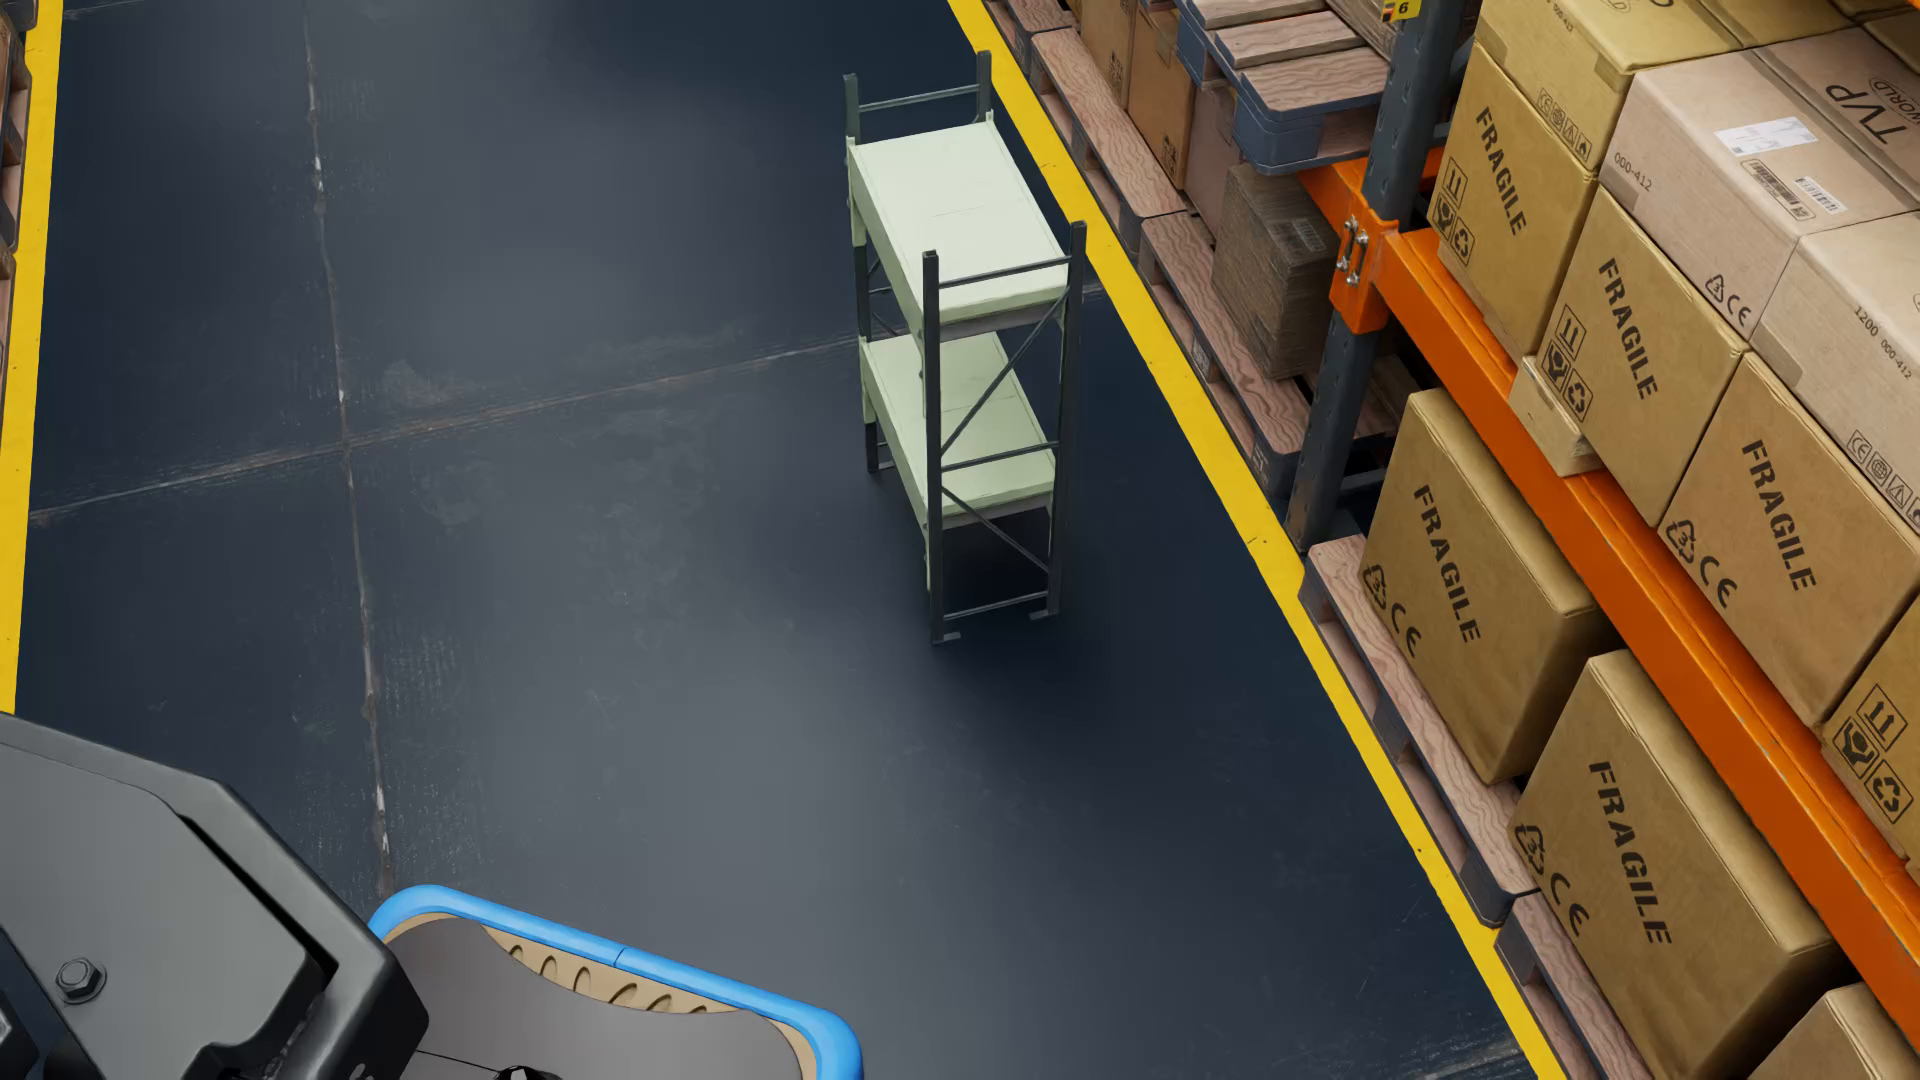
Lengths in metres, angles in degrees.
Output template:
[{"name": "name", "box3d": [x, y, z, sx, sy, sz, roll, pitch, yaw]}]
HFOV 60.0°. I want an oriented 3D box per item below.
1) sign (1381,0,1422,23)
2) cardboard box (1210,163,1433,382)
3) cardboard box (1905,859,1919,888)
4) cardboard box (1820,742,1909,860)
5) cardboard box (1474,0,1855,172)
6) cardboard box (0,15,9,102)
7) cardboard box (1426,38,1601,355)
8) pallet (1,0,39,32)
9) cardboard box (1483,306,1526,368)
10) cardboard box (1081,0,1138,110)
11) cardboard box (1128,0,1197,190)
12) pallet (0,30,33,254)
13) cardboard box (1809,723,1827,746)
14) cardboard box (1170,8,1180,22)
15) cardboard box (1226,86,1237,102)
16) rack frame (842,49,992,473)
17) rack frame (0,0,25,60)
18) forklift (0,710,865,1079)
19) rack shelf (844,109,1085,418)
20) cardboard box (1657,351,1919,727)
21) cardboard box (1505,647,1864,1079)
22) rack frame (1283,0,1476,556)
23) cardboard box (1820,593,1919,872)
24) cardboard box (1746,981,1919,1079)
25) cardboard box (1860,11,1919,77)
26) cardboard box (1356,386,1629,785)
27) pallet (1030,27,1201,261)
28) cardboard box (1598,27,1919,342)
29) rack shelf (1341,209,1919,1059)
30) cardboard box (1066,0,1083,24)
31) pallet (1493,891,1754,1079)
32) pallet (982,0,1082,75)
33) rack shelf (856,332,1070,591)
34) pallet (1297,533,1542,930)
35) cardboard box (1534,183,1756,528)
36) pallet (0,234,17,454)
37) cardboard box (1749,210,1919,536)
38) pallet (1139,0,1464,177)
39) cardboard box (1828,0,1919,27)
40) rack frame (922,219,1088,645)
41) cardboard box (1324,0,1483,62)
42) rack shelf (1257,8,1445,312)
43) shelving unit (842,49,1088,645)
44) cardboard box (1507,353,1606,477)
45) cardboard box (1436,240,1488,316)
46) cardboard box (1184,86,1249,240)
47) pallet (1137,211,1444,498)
[{"name": "sign", "box3d": [1.007, -1.295, 3.674, 0.100, 0.325, 0.005, -13, 51, -11]}, {"name": "cardboard box", "box3d": [1.260, -0.927, 5.417, 0.700, 0.500, 0.500, -13, 51, -10]}, {"name": "cardboard box", "box3d": [1.934, 0.602, 2.932, 0.380, 0.149, 0.250, -12, 51, -10]}, {"name": "cardboard box", "box3d": [1.863, 0.408, 3.095, 0.380, 0.149, 0.250, -13, 51, -11]}, {"name": "cardboard box", "box3d": [1.419, -1.042, 3.403, 0.500, 0.250, 0.500, -12, 51, -10]}, {"name": "cardboard box", "box3d": [-3.992, -1.888, 6.403, 0.500, 0.250, 0.500, -14, 51, -11]}, {"name": "cardboard box", "box3d": [1.422, -0.799, 3.689, 0.500, 0.500, 0.500, -12, 51, -10]}, {"name": "pallet", "box3d": [-4.587, -2.567, 7.276, 1.003, 0.211, 1.213, -13, 51, -11]}, {"name": "cardboard box", "box3d": [1.465, -0.524, 3.881, 0.380, 0.149, 0.250, -13, 51, -10]}, {"name": "cardboard box", "box3d": [0.886, -2.053, 6.366, 0.700, 0.500, 0.500, -13, 51, -11]}, {"name": "cardboard box", "box3d": [1.045, -1.686, 6.057, 0.700, 0.500, 0.500, -14, 51, -11]}, {"name": "pallet", "box3d": [-4.136, -1.448, 6.332, 1.003, 0.211, 1.213, -13, 51, -11]}, {"name": "cardboard box", "box3d": [1.806, 0.224, 3.251, 0.380, 0.149, 0.250, -13, 51, -10]}, {"name": "cardboard box", "box3d": [0.994, -1.974, 5.809, 0.500, 0.250, 0.500, -14, 51, -11]}, {"name": "cardboard box", "box3d": [1.151, -1.599, 5.493, 0.500, 0.250, 0.500, -12, 51, -10]}, {"name": "rack frame", "box3d": [-0.110, -0.756, 4.906, 0.400, 1.500, 0.023, -13, 51, -11]}, {"name": "rack frame", "box3d": [-4.391, -2.876, 5.712, 1.000, 3.000, 0.127, -13, 51, -11]}, {"name": "forklift", "box3d": [-1.119, 1.601, 1.984, 1.130, 2.935, 3.031, 14, 51, 12]}, {"name": "rack shelf", "box3d": [-0.002, -0.740, 4.382, 0.431, 0.370, 0.720, -13, 51, -11]}, {"name": "cardboard box", "box3d": [1.713, -0.052, 3.059, 0.500, 0.500, 0.500, -14, 51, -11]}, {"name": "cardboard box", "box3d": [1.868, 0.688, 3.839, 0.750, 0.750, 0.750, -14, 51, -11]}, {"name": "rack frame", "box3d": [1.523, -1.077, 4.196, 1.000, 3.000, 0.127, -13, 51, -11]}, {"name": "cardboard box", "box3d": [1.875, 0.327, 2.740, 0.500, 0.500, 0.500, -12, 51, -10]}, {"name": "cardboard box", "box3d": [2.123, 1.308, 3.317, 0.750, 0.750, 0.750, -12, 51, -10]}, {"name": "cardboard box", "box3d": [2.054, -0.802, 3.200, 0.500, 0.250, 0.500, -15, 51, -12]}, {"name": "cardboard box", "box3d": [1.615, 0.047, 4.380, 0.750, 0.750, 0.750, -14, 51, -11]}, {"name": "pallet", "box3d": [0.936, -1.639, 6.494, 1.003, 0.211, 1.213, -13, 51, -11]}, {"name": "cardboard box", "box3d": [1.570, -0.671, 3.090, 0.500, 0.250, 0.500, -14, 51, -11]}, {"name": "rack shelf", "box3d": [2.114, 0.616, 3.240, 1.077, 0.370, 4.000, -13, 51, -11]}, {"name": "cardboard box", "box3d": [0.774, -2.435, 6.688, 0.700, 0.500, 0.500, -14, 51, -12]}, {"name": "pallet", "box3d": [2.041, 1.304, 4.013, 1.003, 0.211, 1.213, -13, 51, -11]}, {"name": "pallet", "box3d": [0.571, -2.531, 7.246, 1.003, 0.211, 1.213, -13, 51, -11]}, {"name": "rack shelf", "box3d": [-0.002, -0.278, 4.930, 0.431, 0.370, 0.720, -13, 51, -11]}, {"name": "pallet", "box3d": [1.684, 0.415, 4.762, 1.003, 0.211, 1.213, -13, 51, -11]}, {"name": "cardboard box", "box3d": [1.568, -0.414, 3.364, 0.500, 0.500, 0.500, -12, 51, -10]}, {"name": "pallet", "box3d": [-3.772, -0.555, 5.580, 1.003, 0.211, 1.213, -13, 51, -11]}, {"name": "cardboard box", "box3d": [1.722, -0.307, 2.783, 0.500, 0.250, 0.500, -13, 51, -11]}, {"name": "pallet", "box3d": [1.210, -1.512, 4.688, 1.213, 0.211, 1.003, -13, 51, -11]}, {"name": "cardboard box", "box3d": [1.904, -1.181, 3.520, 0.500, 0.250, 0.500, -12, 51, -10]}, {"name": "rack frame", "box3d": [0.106, -0.221, 4.455, 0.400, 1.500, 0.023, -13, 51, -11]}, {"name": "cardboard box", "box3d": [1.374, -1.592, 4.277, 0.700, 0.500, 0.500, -19, 52, -15]}, {"name": "rack shelf", "box3d": [0.931, -2.306, 5.703, 1.077, 0.370, 4.000, -13, 51, -11]}, {"name": "shelving unit", "box3d": [-0.002, -0.488, 4.681, 0.431, 1.500, 0.755, -13, 51, -11]}, {"name": "cardboard box", "box3d": [1.463, -0.311, 3.701, 0.380, 0.149, 0.250, -12, 51, -10]}, {"name": "cardboard box", "box3d": [1.399, -0.710, 4.038, 0.380, 0.149, 0.250, -14, 51, -12]}, {"name": "cardboard box", "box3d": [1.219, -1.330, 5.756, 0.700, 0.500, 0.500, -13, 51, -11]}, {"name": "pallet", "box3d": [1.293, -0.749, 5.744, 1.003, 0.211, 1.213, -13, 51, -11]}]
